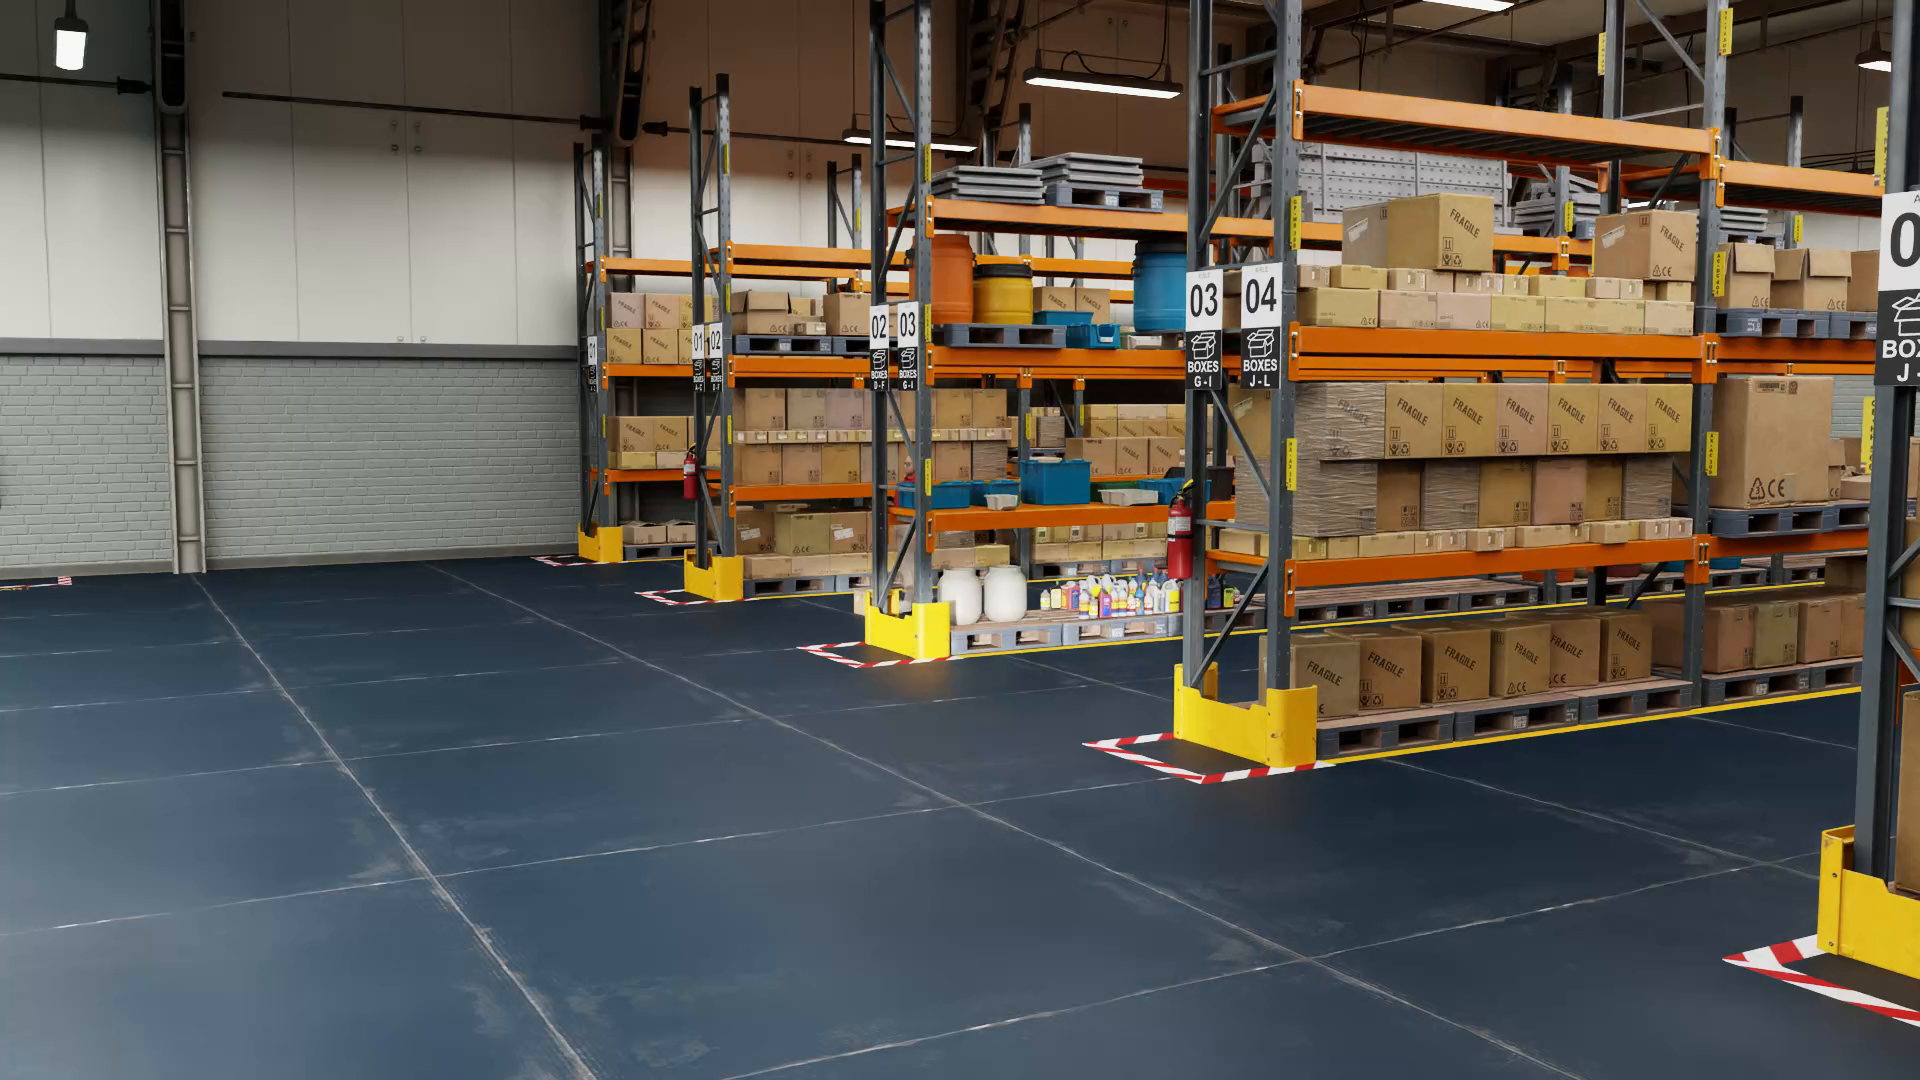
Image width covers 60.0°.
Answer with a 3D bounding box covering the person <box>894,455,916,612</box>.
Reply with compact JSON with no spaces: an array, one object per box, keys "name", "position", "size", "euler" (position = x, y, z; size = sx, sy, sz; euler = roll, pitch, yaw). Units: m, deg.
[{"name":"person","position":[-0.549,-0.085,18.248],"size":[0.352,1.725,0.527],"euler":[-3,6,-28]}]
